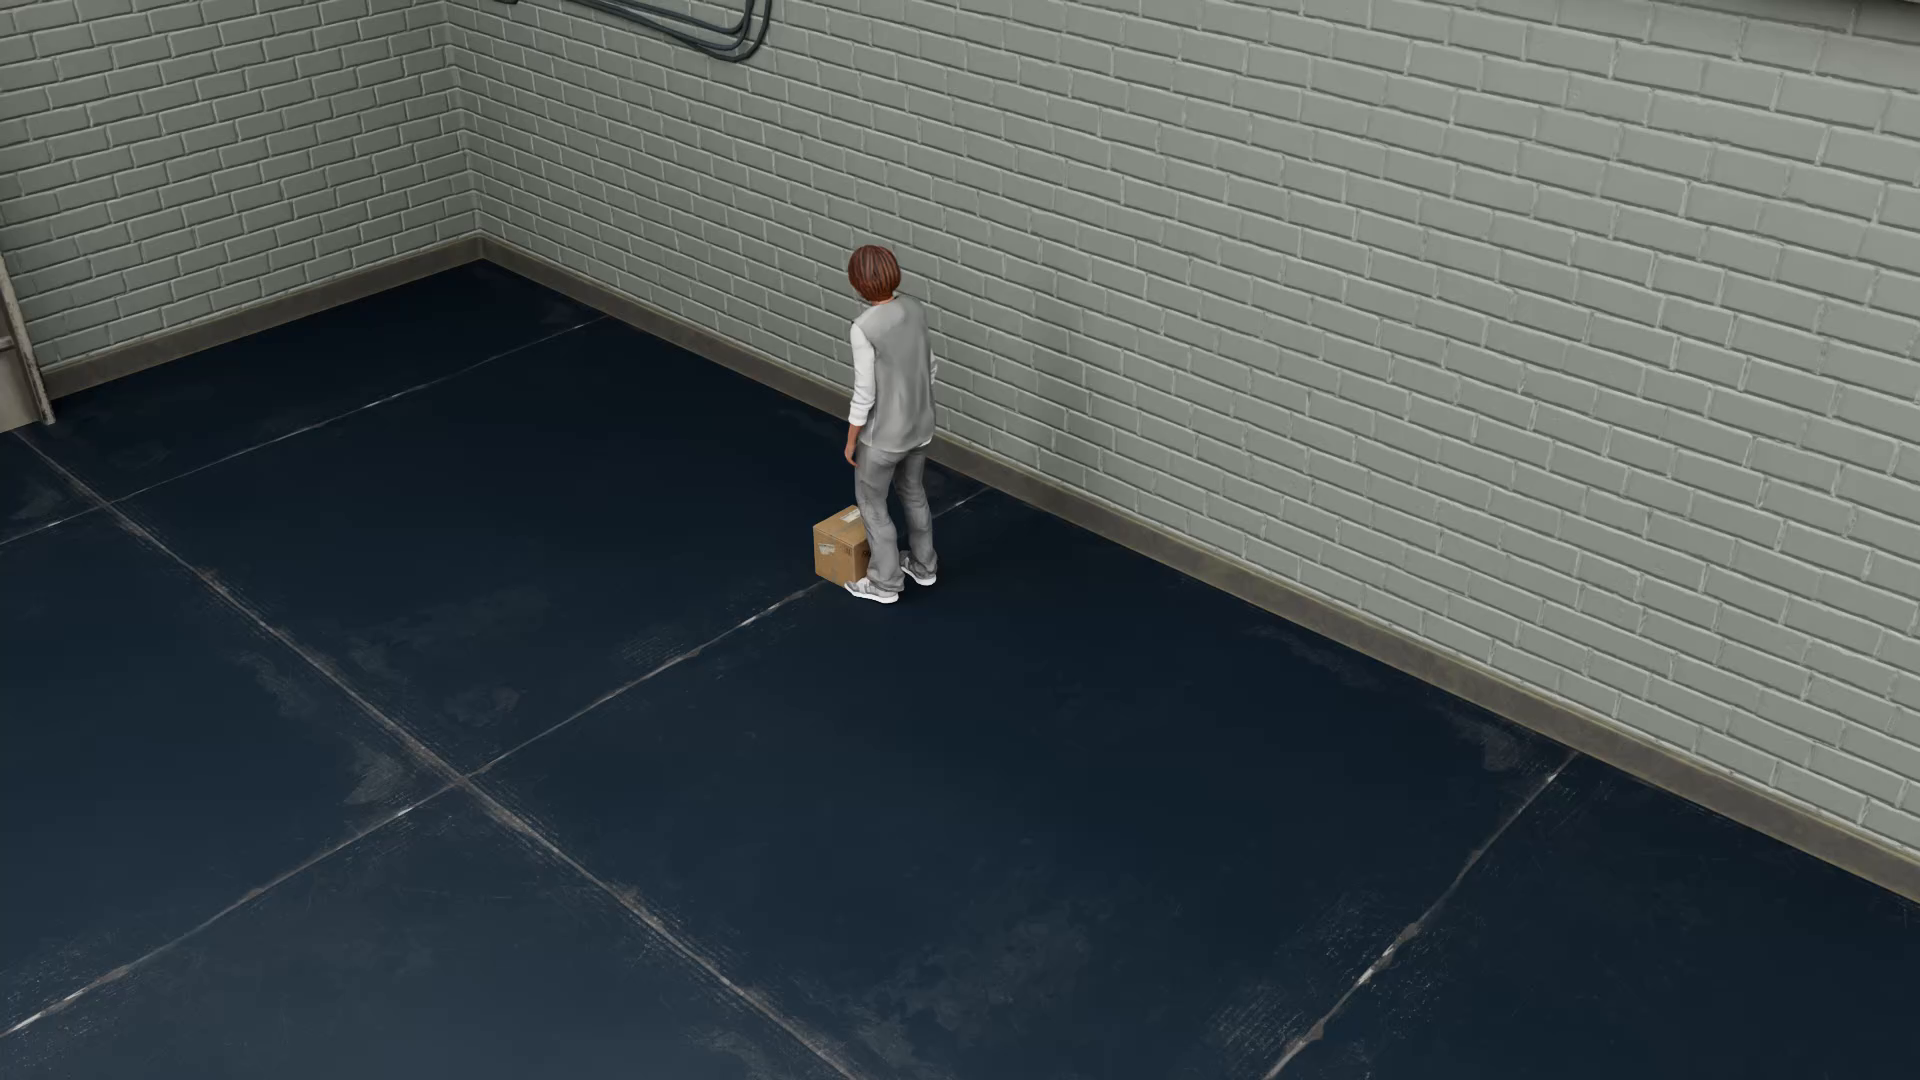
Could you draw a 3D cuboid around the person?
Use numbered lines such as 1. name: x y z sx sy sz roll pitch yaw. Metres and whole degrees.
1. person: -0.291 -0.455 6.880 0.364 1.593 0.463 26 40 35
